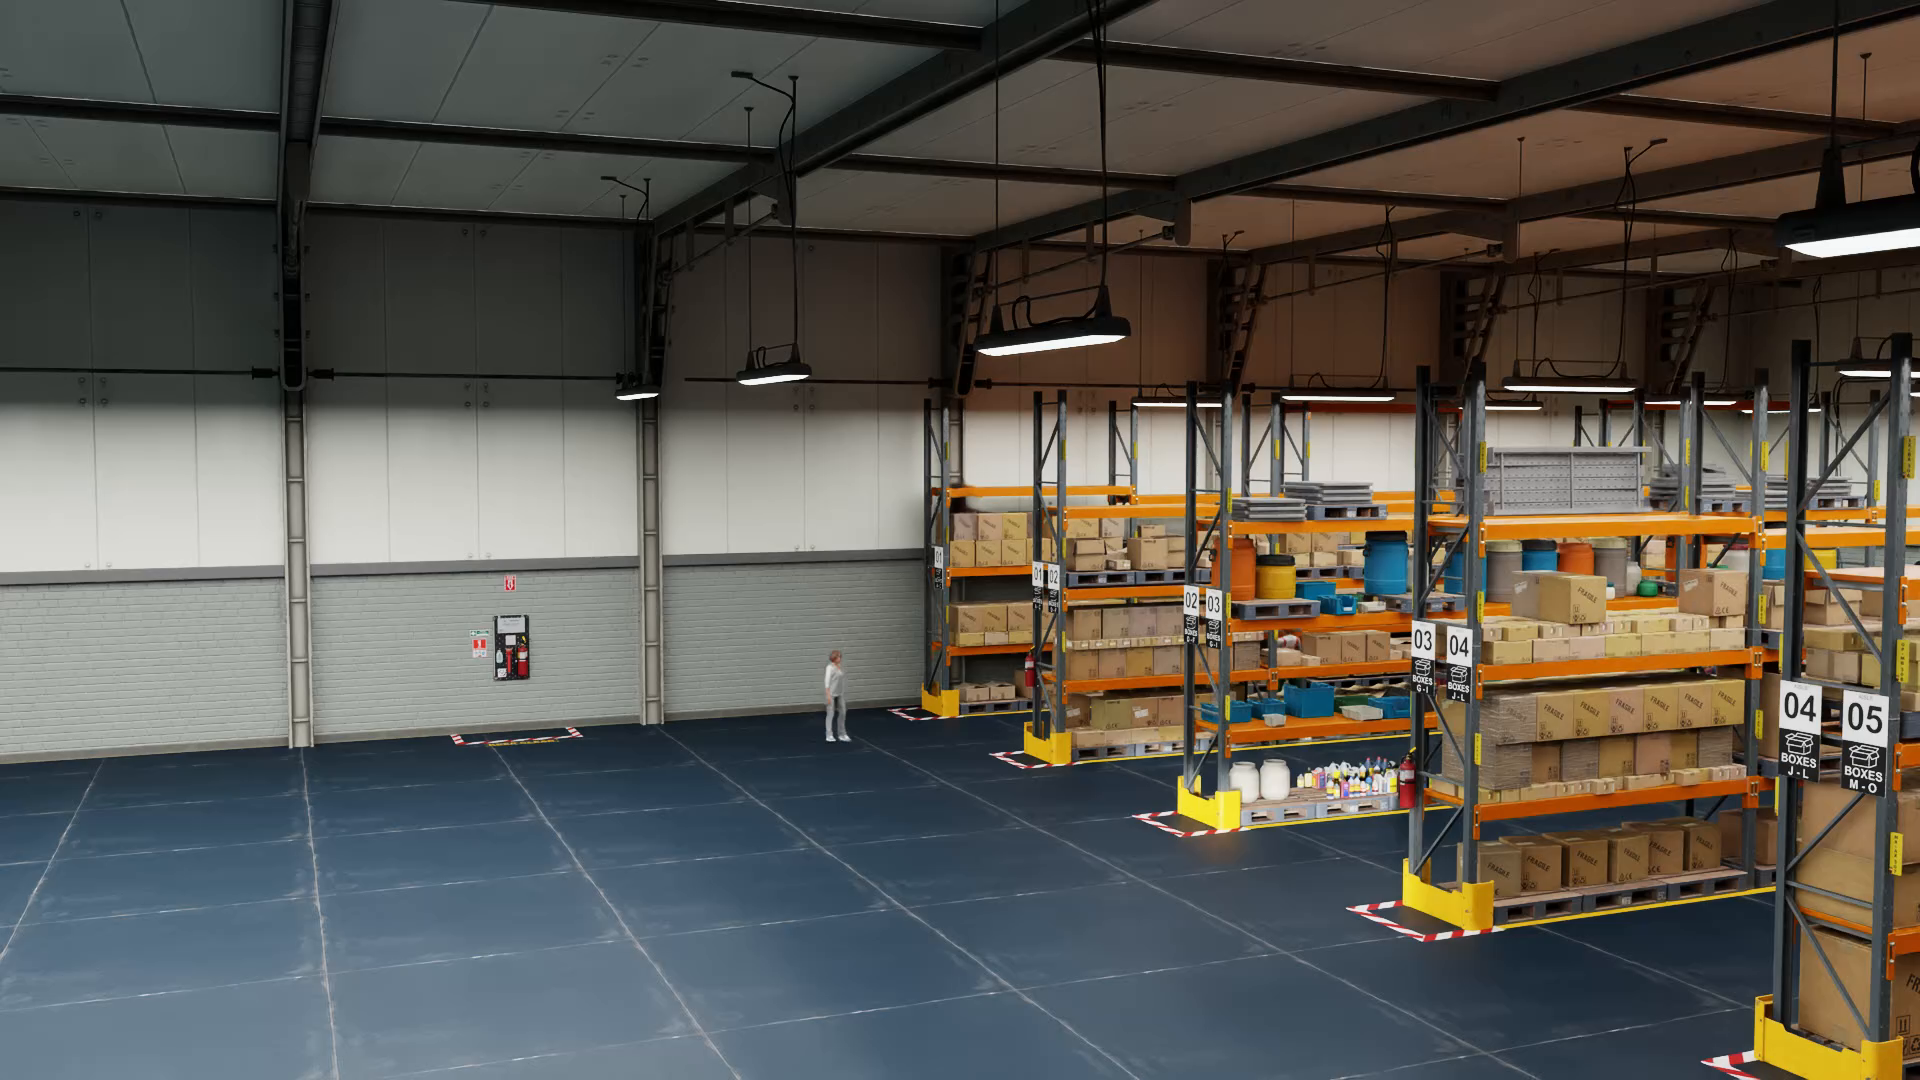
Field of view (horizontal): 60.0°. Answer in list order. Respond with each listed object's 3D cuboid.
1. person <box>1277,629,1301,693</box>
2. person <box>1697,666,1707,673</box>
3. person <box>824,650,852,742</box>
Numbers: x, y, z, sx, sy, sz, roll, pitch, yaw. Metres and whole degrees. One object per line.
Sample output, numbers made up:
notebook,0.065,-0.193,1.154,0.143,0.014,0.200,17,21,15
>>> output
person,6.133,2.421,31.334,0.607,1.802,0.400,-1,4,-21
person,13.524,2.495,30.615,1.058,1.718,0.577,-2,4,-25
person,-2.167,2.702,28.664,0.424,1.619,0.515,2,4,33
